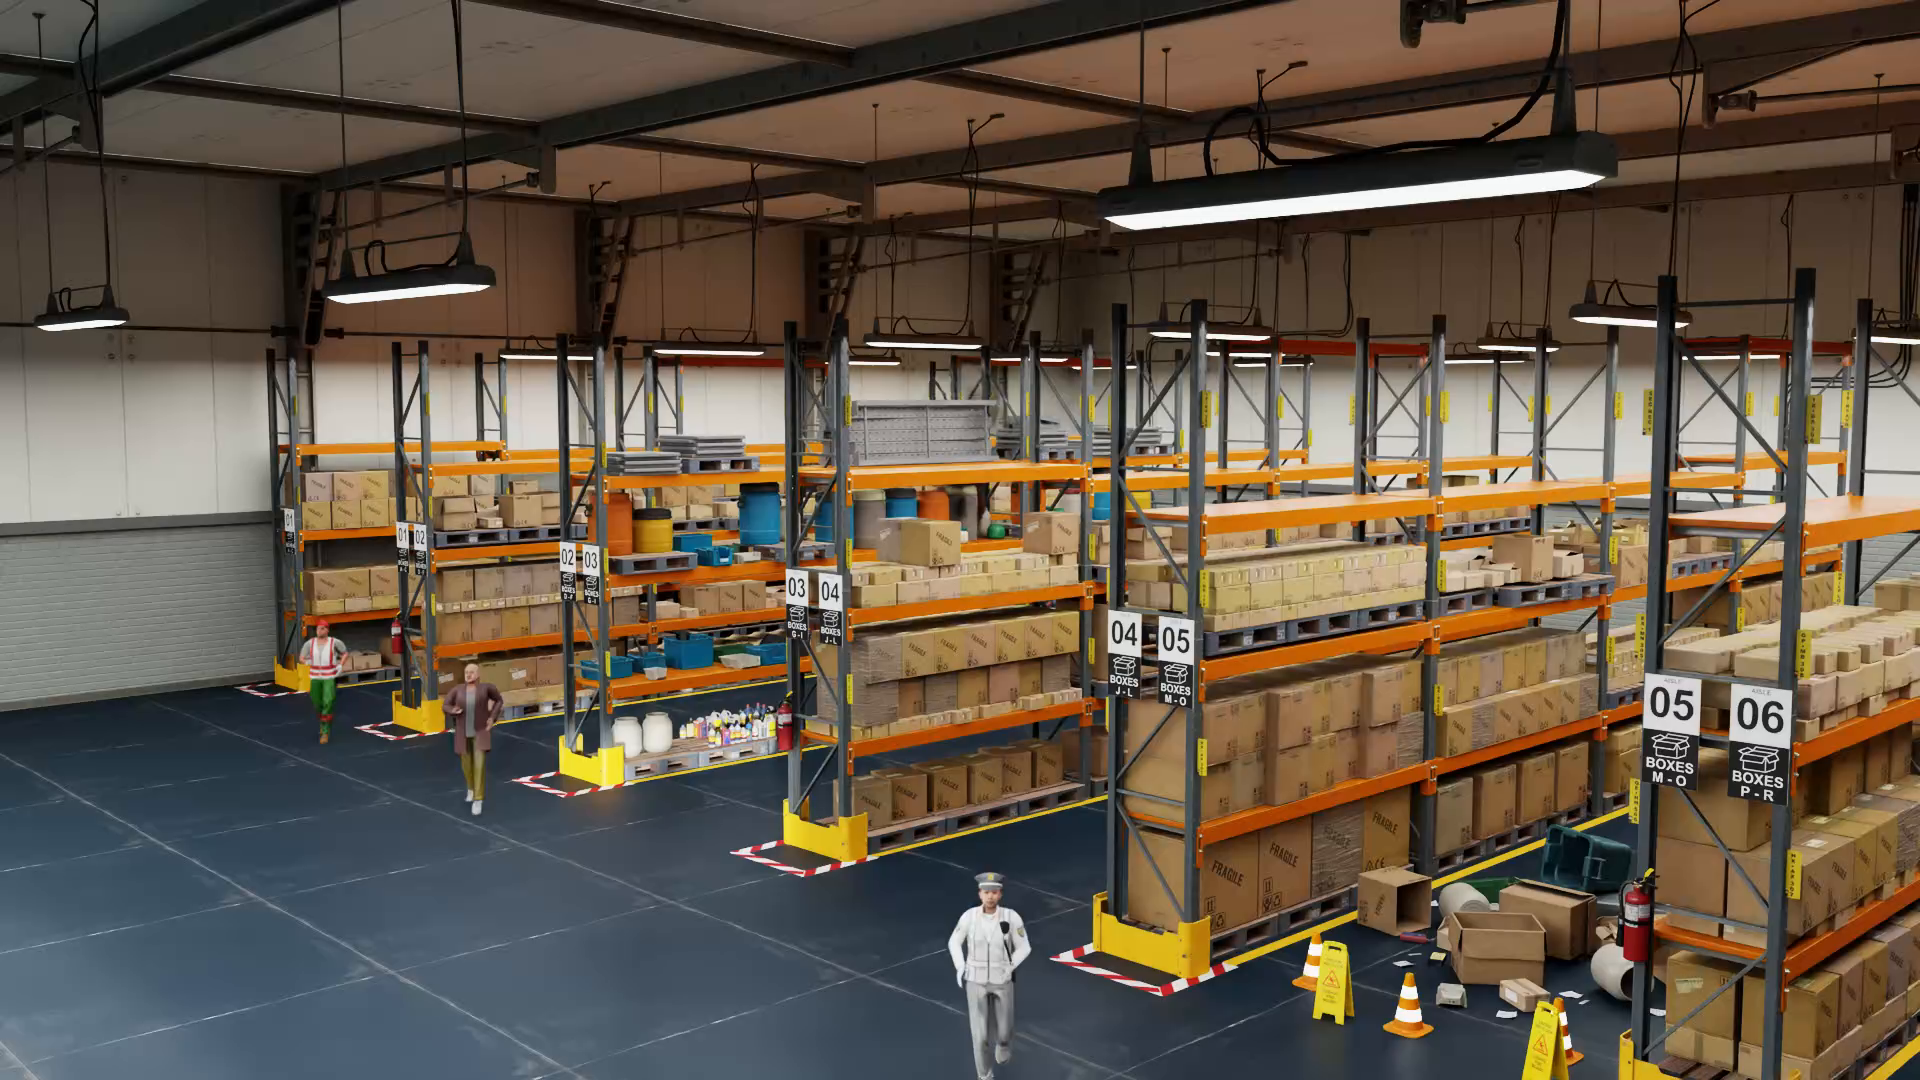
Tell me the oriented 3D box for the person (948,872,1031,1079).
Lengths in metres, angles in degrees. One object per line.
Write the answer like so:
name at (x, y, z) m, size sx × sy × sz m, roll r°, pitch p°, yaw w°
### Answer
person at (0.216, 3.268, 12.383) m, size 0.620 × 1.653 × 0.698 m, roll 0°, pitch 5°, yaw 3°

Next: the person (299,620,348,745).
person at (-9.566, 2.095, 24.909) m, size 0.658 × 1.807 × 0.878 m, roll 0°, pitch 5°, yaw -4°

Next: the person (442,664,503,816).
person at (-6.133, 2.461, 20.859) m, size 0.709 × 1.828 × 0.908 m, roll 0°, pitch 5°, yaw -1°
